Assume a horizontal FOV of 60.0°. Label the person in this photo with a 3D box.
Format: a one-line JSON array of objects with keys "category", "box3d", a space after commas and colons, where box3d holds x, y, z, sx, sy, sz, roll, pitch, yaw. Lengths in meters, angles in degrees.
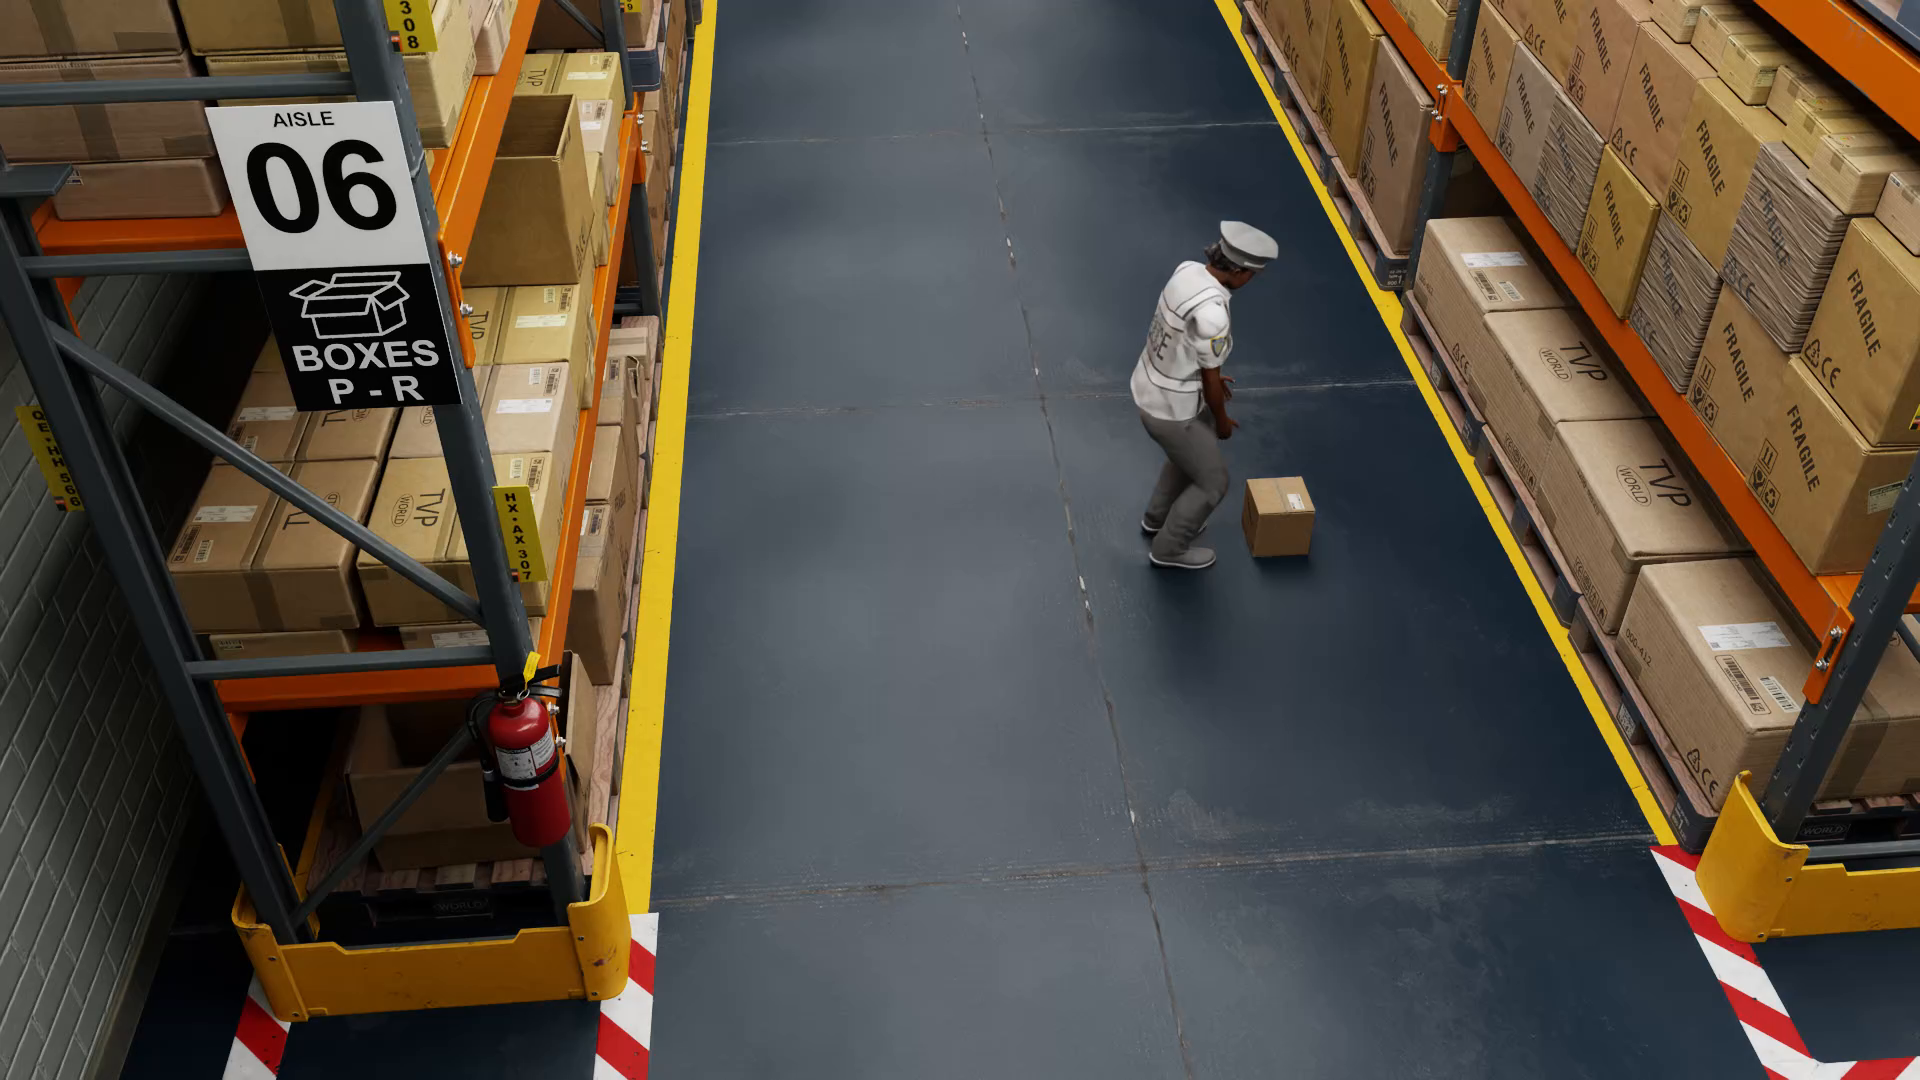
[{"category": "person", "box3d": [0.982, -0.602, 6.978, 0.541, 1.563, 0.476, -2, 39, -3]}]
